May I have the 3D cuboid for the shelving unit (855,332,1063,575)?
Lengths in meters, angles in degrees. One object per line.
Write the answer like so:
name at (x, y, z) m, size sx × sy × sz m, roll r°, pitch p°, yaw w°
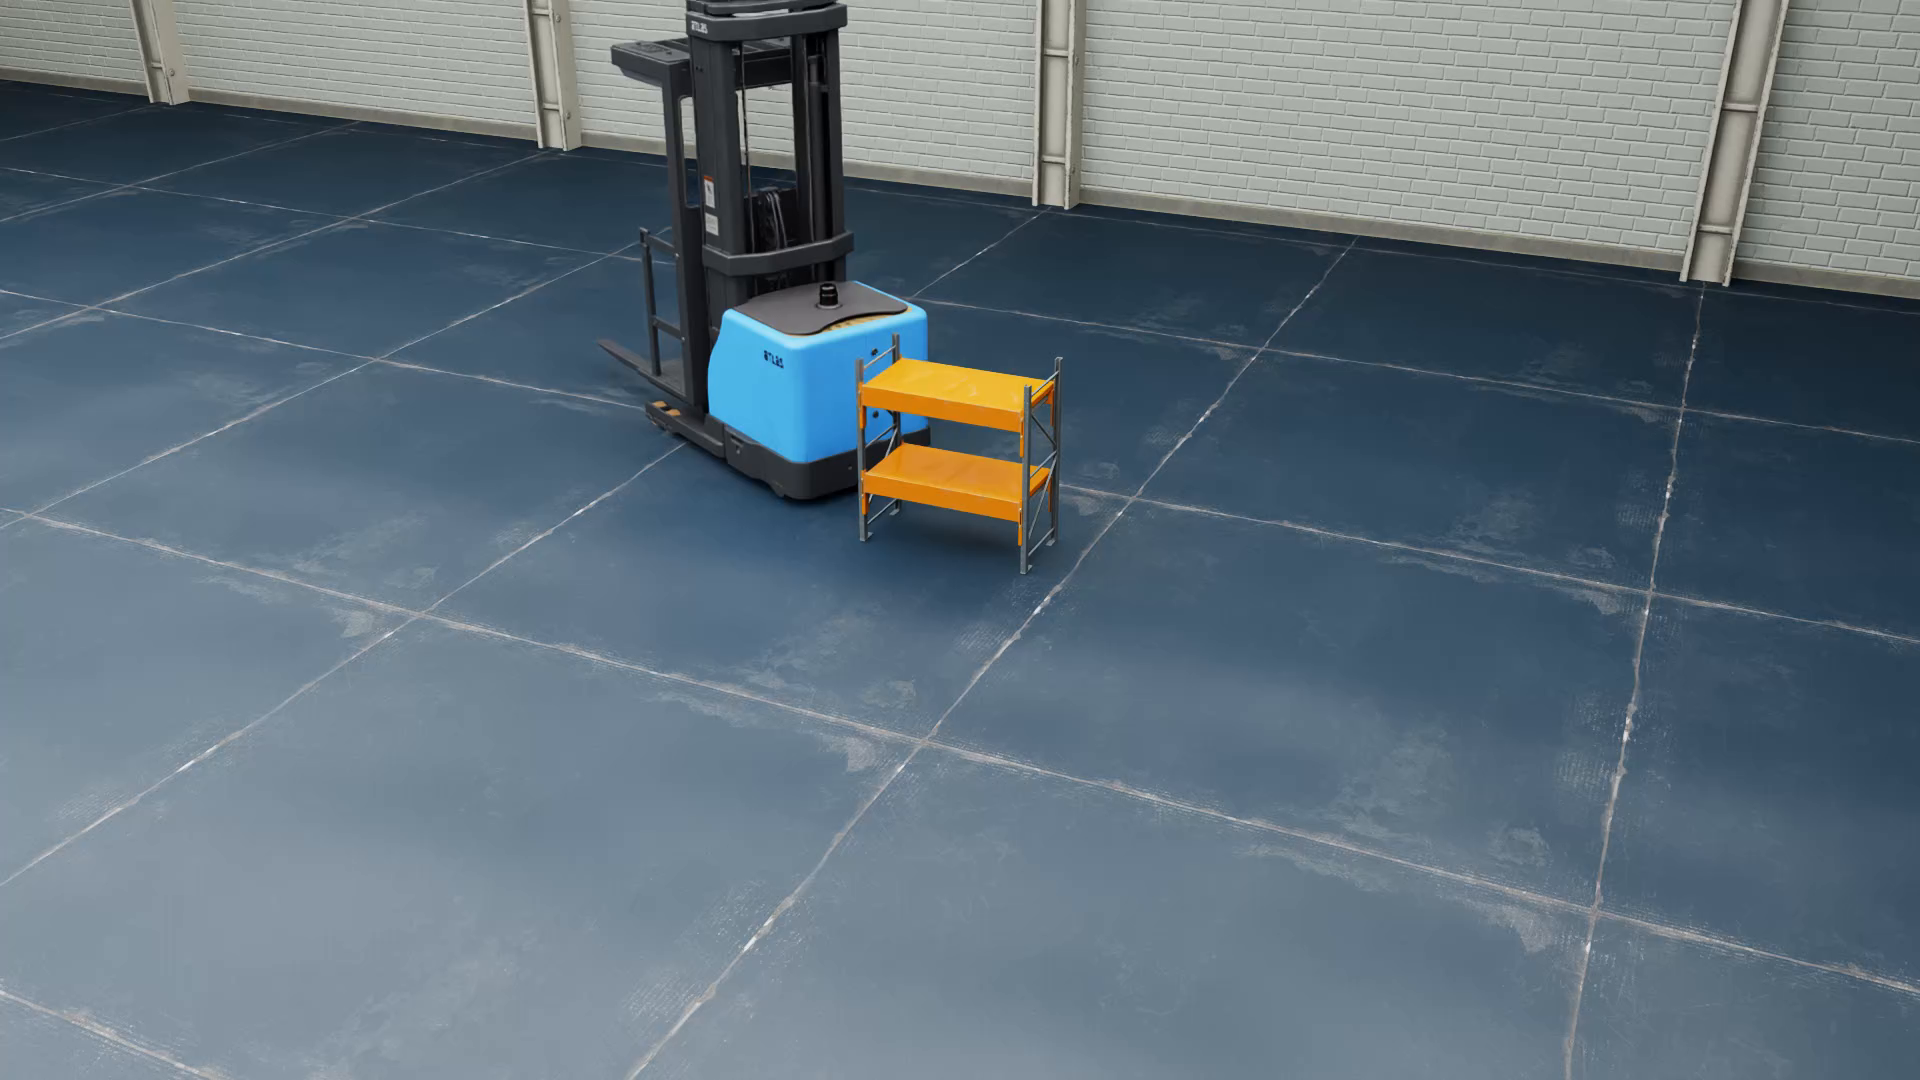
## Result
shelving unit at (-0.006, -0.506, 9.504) m, size 1.048 × 1.125 × 0.538 m, roll 11°, pitch 28°, yaw 22°

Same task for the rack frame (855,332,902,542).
rack frame at (-0.469, -0.599, 9.693) m, size 0.032 × 1.125 × 0.500 m, roll 11°, pitch 28°, yaw 22°

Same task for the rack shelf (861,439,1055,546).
rack shelf at (-0.006, -0.287, 9.612) m, size 1.000 × 0.278 × 0.538 m, roll 11°, pitch 28°, yaw 22°

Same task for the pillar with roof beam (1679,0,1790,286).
pillar with roof beam at (4.636, -4.557, 8.818) m, size 0.400 × 9.000 × 9.100 m, roll 11°, pitch 28°, yaw 22°

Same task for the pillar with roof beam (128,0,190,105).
pillar with roof beam at (-11.749, -7.848, 15.503) m, size 0.400 × 9.000 × 9.100 m, roll 11°, pitch 28°, yaw 22°

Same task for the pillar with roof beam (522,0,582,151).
pillar with roof beam at (-6.288, -6.751, 13.275) m, size 0.400 × 9.000 × 9.100 m, roll 11°, pitch 28°, yaw 22°

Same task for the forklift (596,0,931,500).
forklift at (-1.487, -2.146, 10.790) m, size 1.130 × 2.935 × 3.031 m, roll -19°, pitch 32°, yaw -33°

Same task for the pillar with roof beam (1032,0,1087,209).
pillar with roof beam at (-0.826, -5.654, 11.047) m, size 0.400 × 9.000 × 9.100 m, roll 11°, pitch 28°, yaw 22°

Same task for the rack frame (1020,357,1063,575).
rack frame at (0.457, -0.413, 9.315) m, size 0.032 × 1.125 × 0.500 m, roll 11°, pitch 28°, yaw 22°

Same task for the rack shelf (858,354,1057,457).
rack shelf at (-0.006, -0.768, 9.375) m, size 1.000 × 0.278 × 0.538 m, roll 11°, pitch 28°, yaw 22°
